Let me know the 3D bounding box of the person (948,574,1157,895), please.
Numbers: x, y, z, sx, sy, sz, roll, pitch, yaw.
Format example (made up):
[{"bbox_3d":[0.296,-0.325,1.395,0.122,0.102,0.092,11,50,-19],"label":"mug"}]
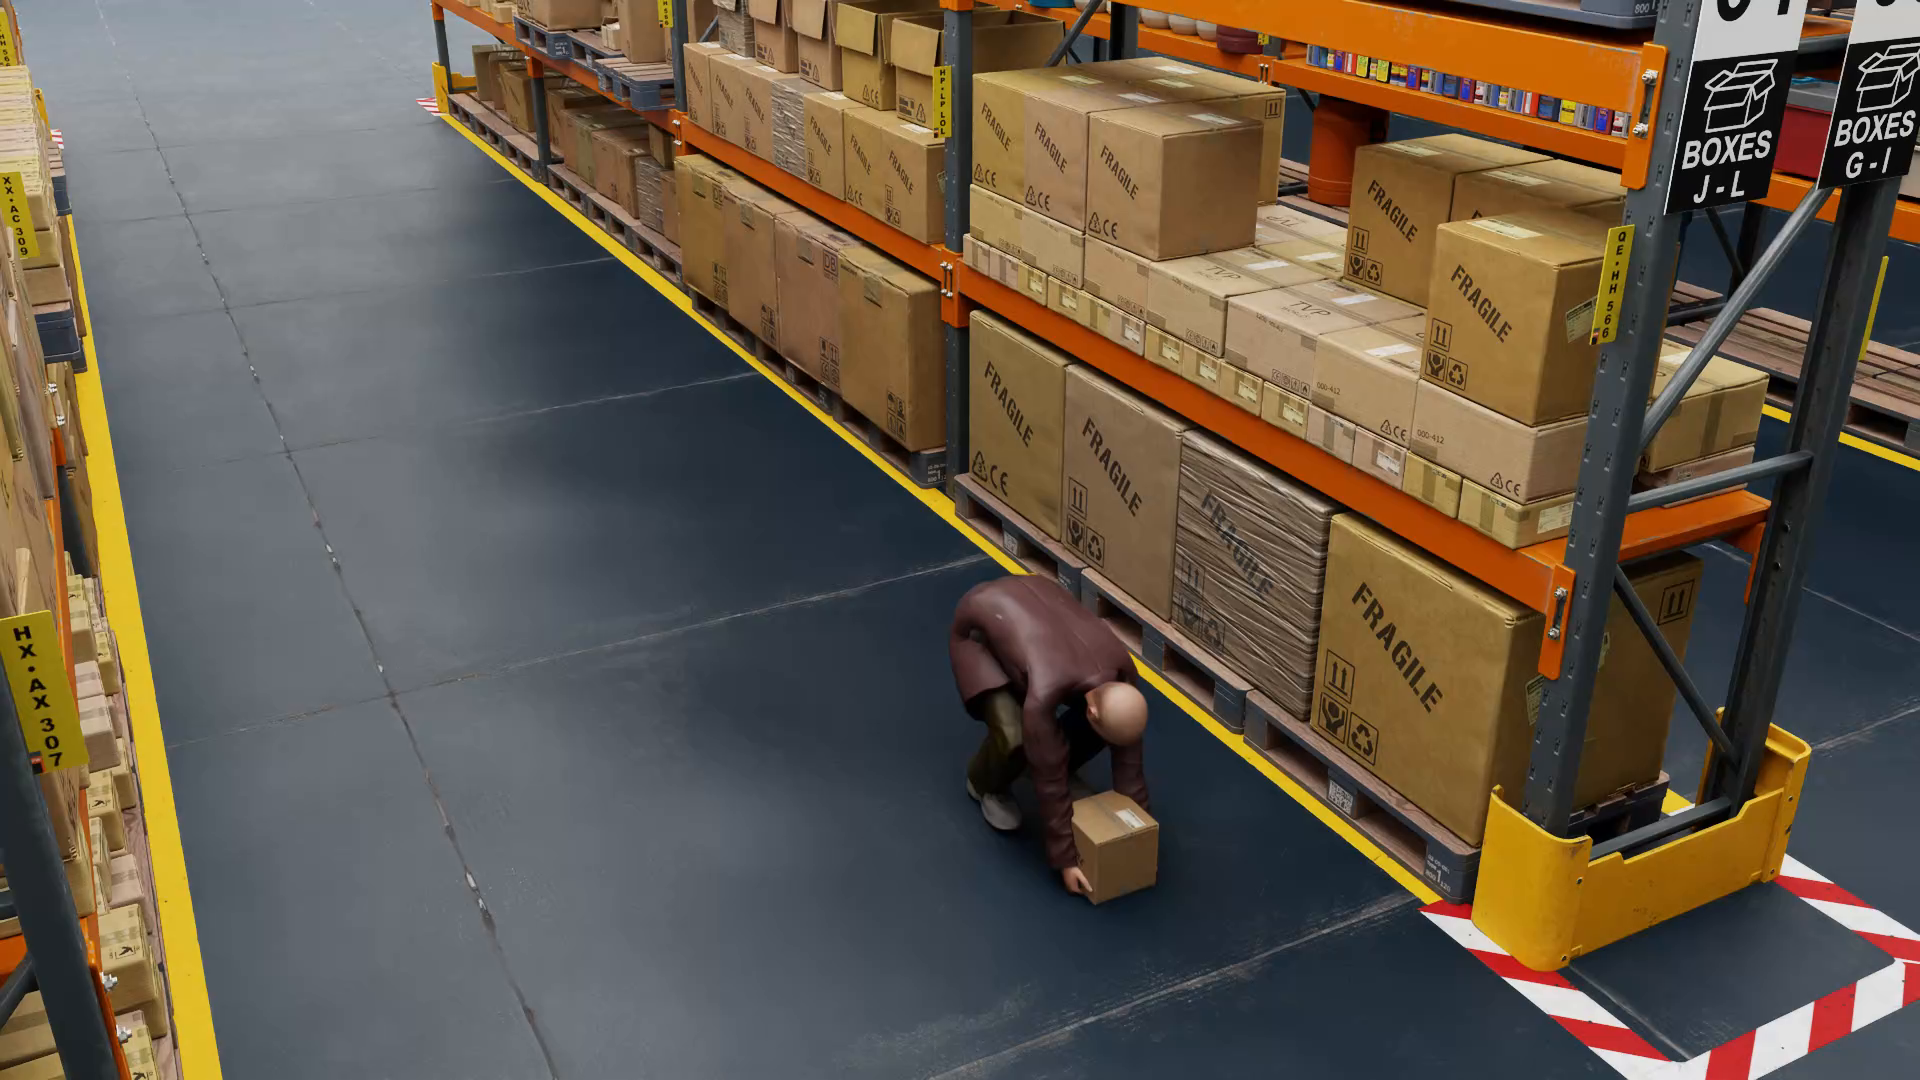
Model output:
[{"bbox_3d":[0.314,0.634,5.834,0.561,0.910,0.961,-14,29,-27],"label":"person"}]
